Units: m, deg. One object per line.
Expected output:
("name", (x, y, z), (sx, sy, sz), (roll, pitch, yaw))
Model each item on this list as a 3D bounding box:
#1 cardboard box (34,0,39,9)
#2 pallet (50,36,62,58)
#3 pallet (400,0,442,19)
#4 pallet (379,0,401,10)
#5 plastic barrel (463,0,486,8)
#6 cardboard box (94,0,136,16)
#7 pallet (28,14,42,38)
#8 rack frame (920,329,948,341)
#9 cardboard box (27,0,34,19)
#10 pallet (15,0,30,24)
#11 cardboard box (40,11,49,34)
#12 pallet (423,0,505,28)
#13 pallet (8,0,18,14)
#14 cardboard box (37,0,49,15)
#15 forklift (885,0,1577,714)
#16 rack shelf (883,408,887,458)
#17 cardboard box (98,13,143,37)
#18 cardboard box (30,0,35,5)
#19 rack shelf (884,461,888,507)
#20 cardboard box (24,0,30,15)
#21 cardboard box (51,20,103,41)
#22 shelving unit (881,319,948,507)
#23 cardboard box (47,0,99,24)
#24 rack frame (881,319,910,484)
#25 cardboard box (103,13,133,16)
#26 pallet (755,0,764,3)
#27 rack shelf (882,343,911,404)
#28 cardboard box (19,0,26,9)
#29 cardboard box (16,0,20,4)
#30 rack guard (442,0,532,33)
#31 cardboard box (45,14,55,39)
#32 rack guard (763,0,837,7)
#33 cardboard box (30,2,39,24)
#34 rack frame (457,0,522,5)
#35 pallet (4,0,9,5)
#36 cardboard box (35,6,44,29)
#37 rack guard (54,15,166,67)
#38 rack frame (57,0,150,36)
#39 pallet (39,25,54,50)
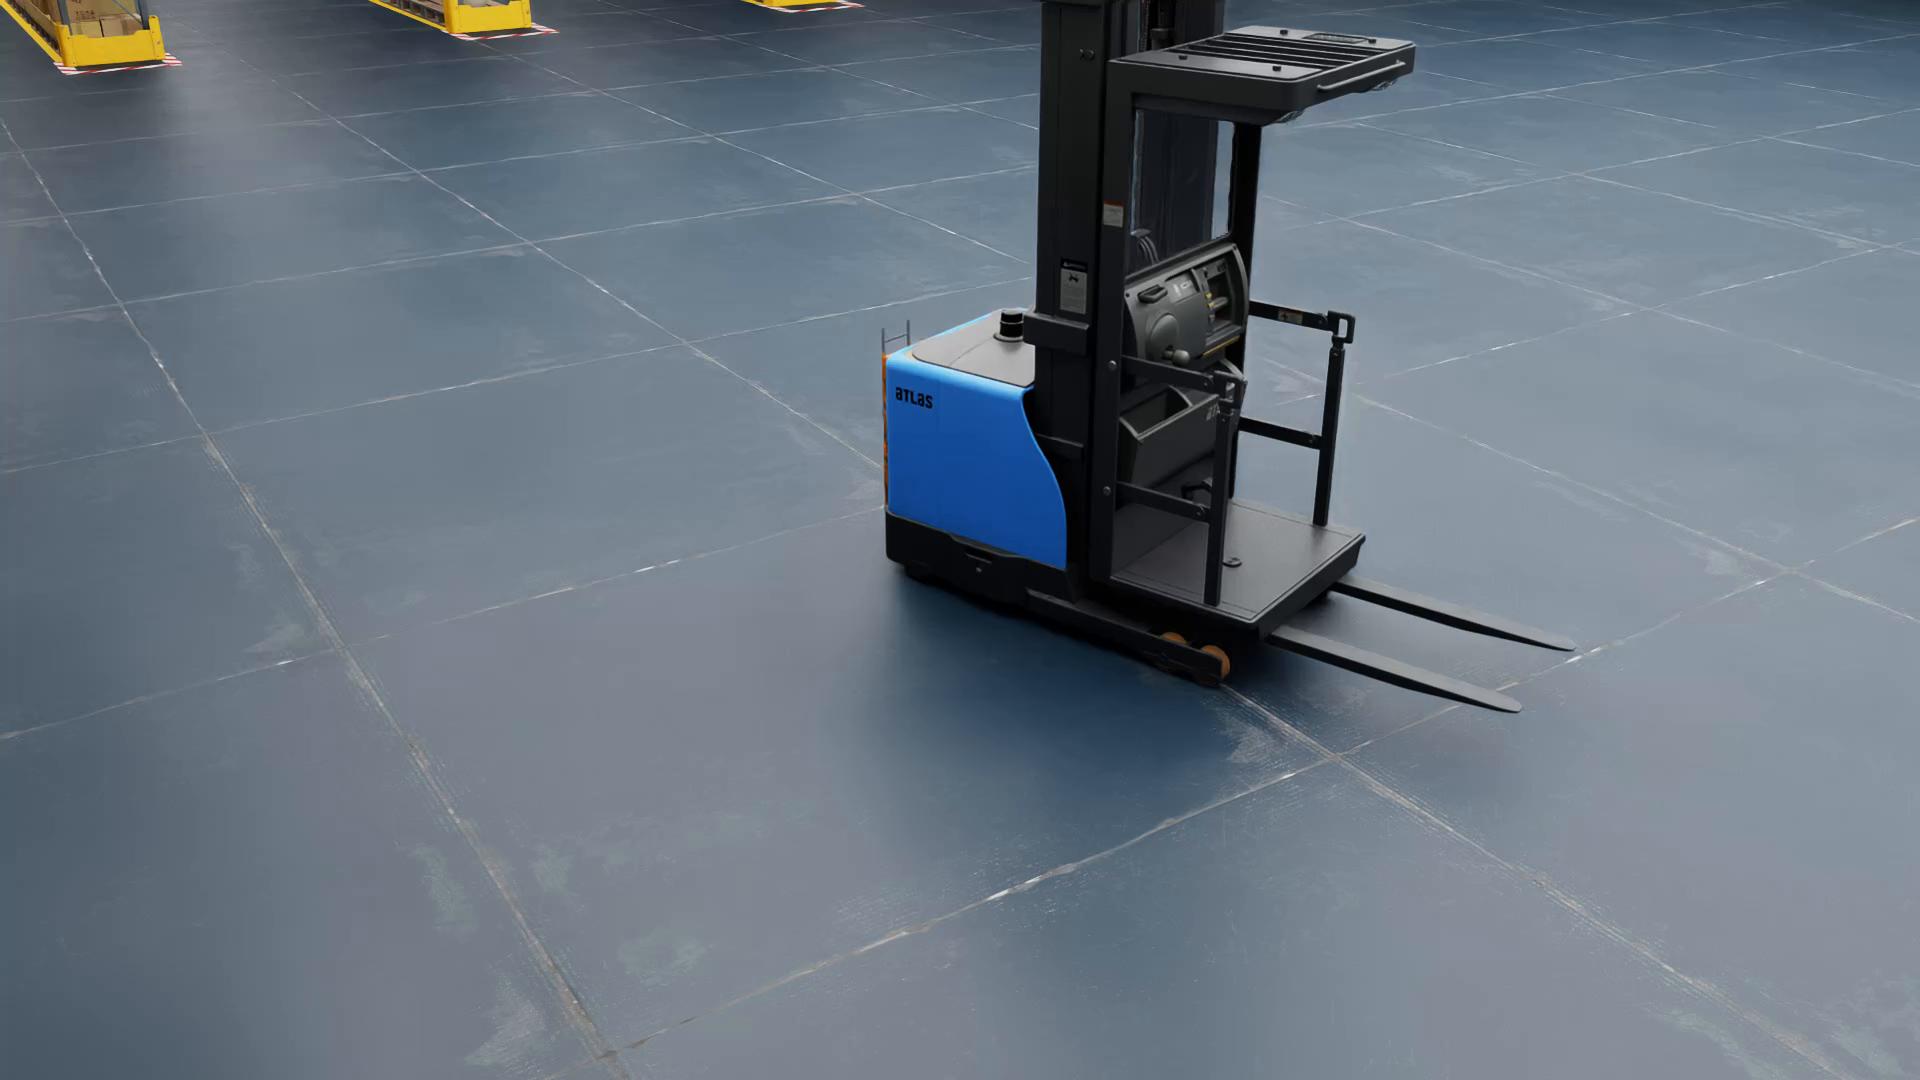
("cardboard box", (-12.138, -7.400, 22.263), (0.500, 0.500, 0.500), (-16, 29, -30))
("pallet", (-11.219, -6.462, 21.691), (1.003, 0.211, 1.213), (-16, 29, -30))
("pallet", (-7.796, -8.095, 25.150), (1.003, 0.211, 1.213), (-16, 29, -30))
("pallet", (-8.466, -8.532, 26.076), (1.003, 0.211, 1.213), (-16, 29, -30))
("plastic barrel", (-7.037, -7.894, 23.881), (0.421, 0.512, 0.421), (0, 25, 0))
("cardboard box", (-11.147, -7.167, 21.768), (0.500, 0.500, 0.500), (-16, 29, -30))
("pallet", (-12.551, -7.334, 23.539), (1.003, 0.211, 1.213), (-16, 29, -30))
("rack frame", (-0.122, -0.499, 8.076), (0.008, 1.050, 0.200), (20, 32, 35))
("cardboard box", (-12.682, -7.420, 23.182), (0.500, 0.250, 0.500), (-16, 29, -30))
("pallet", (-13.385, -7.883, 24.701), (1.003, 0.211, 1.213), (-16, 29, -30))
("cardboard box", (-11.864, -6.883, 22.045), (0.500, 0.250, 0.500), (-16, 29, -30))
("pallet", (-7.134, -7.659, 24.227), (1.003, 0.211, 1.213), (-16, 29, -30))
("pallet", (-14.055, -8.320, 25.627), (1.003, 0.211, 1.213), (-16, 29, -30))
("cardboard box", (-11.866, -7.221, 21.884), (0.500, 0.500, 0.500), (-16, 29, -30))
("forklift", (1.125, -0.972, 6.875), (3.031, 2.935, 1.130), (18, 31, 33))
("rack shelf", (-0.215, -0.522, 8.152), (0.240, 0.259, 0.215), (20, 32, 35))
("cardboard box", (-10.872, -6.649, 21.550), (0.500, 0.250, 0.500), (-16, 29, -30))
("cardboard box", (-12.413, -7.579, 22.641), (0.500, 0.500, 0.500), (-16, 29, -30))
("rack shelf", (-0.215, -0.271, 8.270), (0.240, 0.259, 0.215), (20, 32, 35))
("cardboard box", (-12.951, -7.600, 23.564), (0.500, 0.250, 0.500), (-16, 29, -30))
("cardboard box", (-11.306, -6.528, 21.294), (0.500, 0.250, 0.500), (-16, 29, -30))
("shelving unit", (-0.215, -0.532, 8.147), (0.252, 1.050, 0.215), (20, 32, 35))
("cardboard box", (-11.308, -6.867, 21.133), (0.500, 0.500, 0.500), (-16, 29, -30))
("rack frame", (-0.309, -0.565, 8.218), (0.008, 1.050, 0.200), (20, 32, 35))
("cardboard box", (-11.149, -6.827, 21.927), (0.500, 0.250, 0.500), (-16, 29, -30))
("pallet", (-2.919, -8.831, 26.710), (1.003, 0.211, 1.213), (-16, 29, -30))
("rack shelf", (-0.215, -0.779, 8.030), (0.240, 0.259, 0.215), (20, 32, 35))
("cardboard box", (-13.419, -7.917, 24.236), (0.500, 0.250, 0.500), (-16, 30, -30))
("cardboard box", (-13.694, -8.098, 24.620), (0.500, 0.250, 0.500), (-16, 30, -30))
("rack guard", (-6.695, -7.498, 23.547), (1.175, 0.500, 0.348), (-16, 29, -30))
("cardboard box", (-11.589, -6.704, 21.667), (0.500, 0.250, 0.500), (-16, 29, -30))
("rack guard", (-2.506, -8.663, 26.015), (1.175, 0.500, 0.348), (-16, 29, -30))
("cardboard box", (-12.413, -7.240, 22.801), (0.500, 0.250, 0.500), (-16, 29, -30))
("rack frame", (-6.614, -8.612, 22.979), (1.000, 3.000, 0.127), (-16, 29, -30))
("pallet", (-14.717, -8.756, 26.550), (1.003, 0.211, 1.213), (-16, 29, -30))
("cardboard box", (-12.135, -7.062, 22.425), (0.500, 0.250, 0.500), (-16, 29, -30))
("rack guard", (-10.753, -6.320, 21.052), (1.175, 0.500, 0.348), (-16, 29, -30))
("rack frame", (-10.766, -7.459, 20.537), (1.000, 3.000, 0.127), (-16, 29, -30))
("pallet", (-11.881, -6.898, 22.614), (1.003, 0.211, 1.213), (-16, 29, -30))
